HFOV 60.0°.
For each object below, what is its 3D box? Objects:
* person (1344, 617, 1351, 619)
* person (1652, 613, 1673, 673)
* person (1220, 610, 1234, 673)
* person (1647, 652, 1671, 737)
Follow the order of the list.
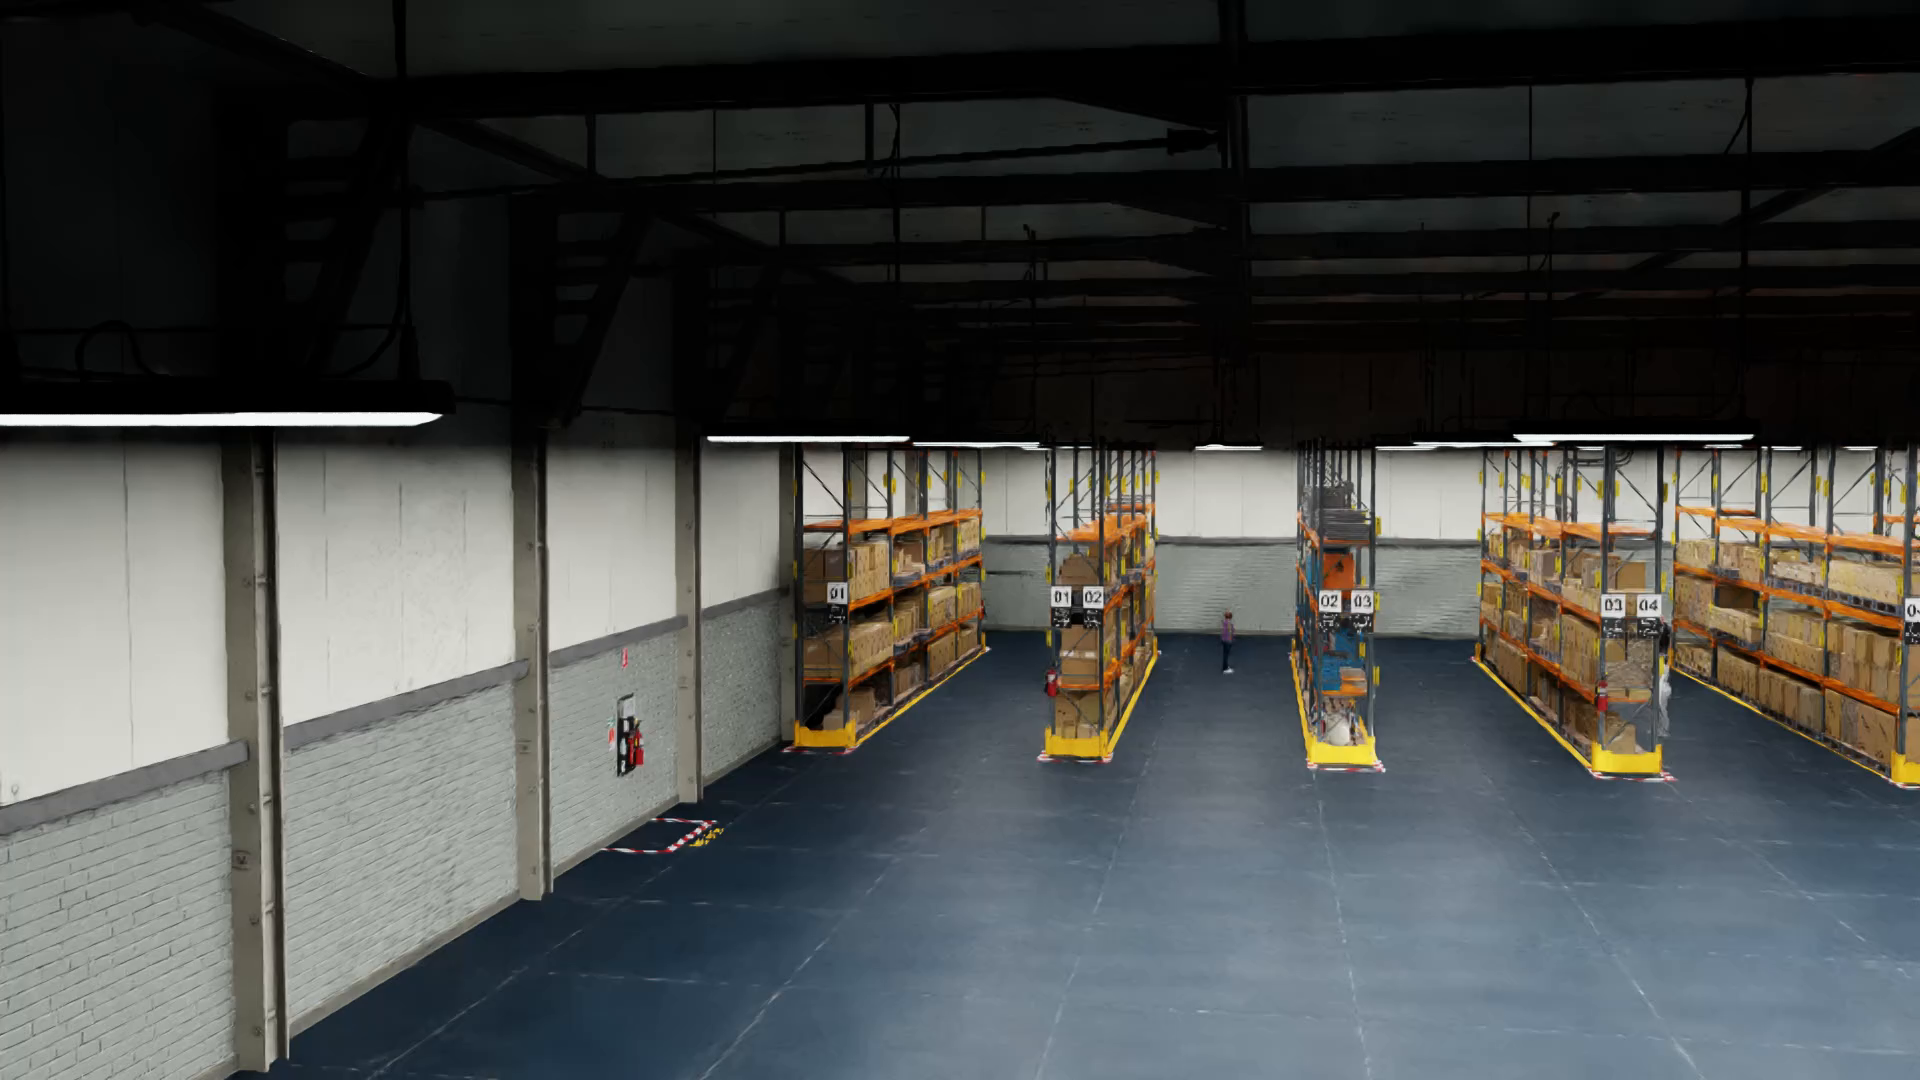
[{"bbox_3d":[10.509,2.486,44.726,0.698,1.749,0.697,0,3,2],"label":"person"},{"bbox_3d":[17.637,2.673,41.979,0.663,1.674,0.534,0,3,9],"label":"person"},{"bbox_3d":[6.966,2.627,43.140,0.420,1.602,0.505,-1,3,-14],"label":"person"},{"bbox_3d":[14.083,3.103,33.488,0.452,1.677,0.525,2,4,37],"label":"person"}]
